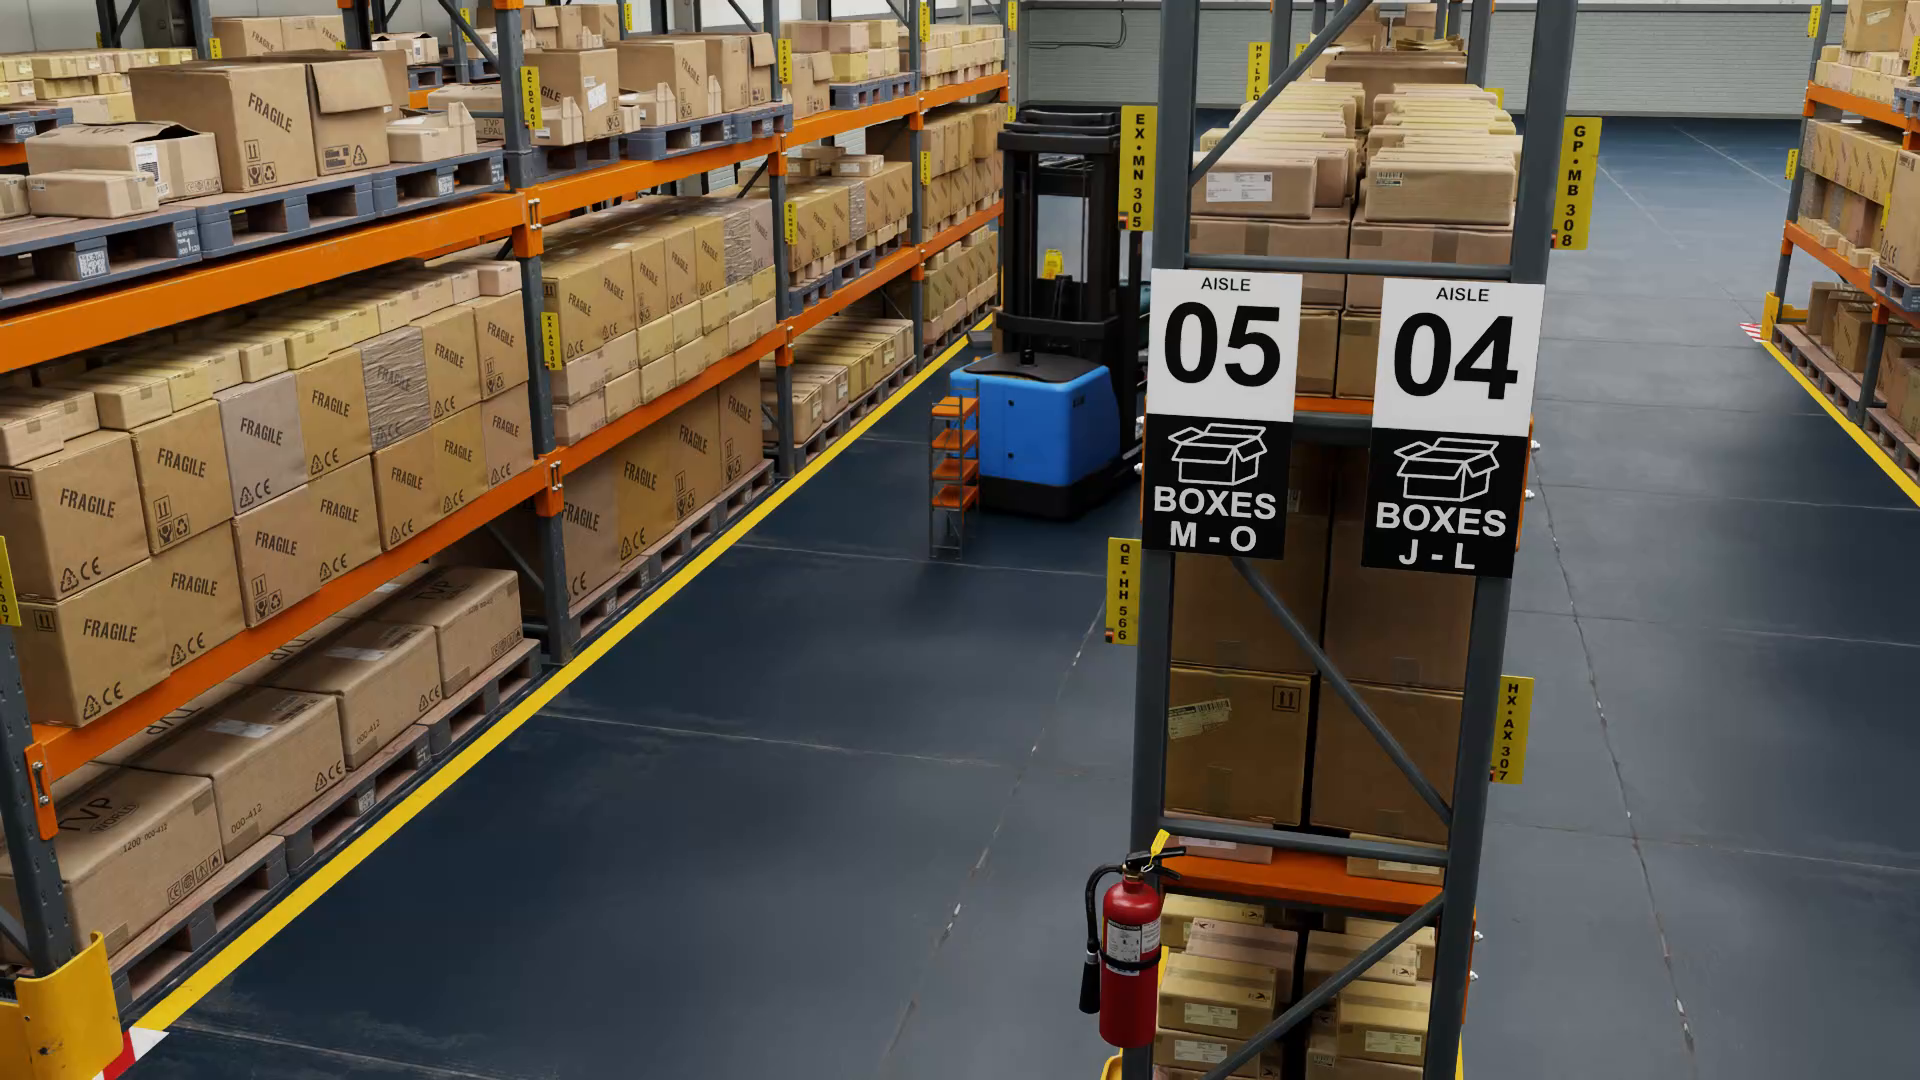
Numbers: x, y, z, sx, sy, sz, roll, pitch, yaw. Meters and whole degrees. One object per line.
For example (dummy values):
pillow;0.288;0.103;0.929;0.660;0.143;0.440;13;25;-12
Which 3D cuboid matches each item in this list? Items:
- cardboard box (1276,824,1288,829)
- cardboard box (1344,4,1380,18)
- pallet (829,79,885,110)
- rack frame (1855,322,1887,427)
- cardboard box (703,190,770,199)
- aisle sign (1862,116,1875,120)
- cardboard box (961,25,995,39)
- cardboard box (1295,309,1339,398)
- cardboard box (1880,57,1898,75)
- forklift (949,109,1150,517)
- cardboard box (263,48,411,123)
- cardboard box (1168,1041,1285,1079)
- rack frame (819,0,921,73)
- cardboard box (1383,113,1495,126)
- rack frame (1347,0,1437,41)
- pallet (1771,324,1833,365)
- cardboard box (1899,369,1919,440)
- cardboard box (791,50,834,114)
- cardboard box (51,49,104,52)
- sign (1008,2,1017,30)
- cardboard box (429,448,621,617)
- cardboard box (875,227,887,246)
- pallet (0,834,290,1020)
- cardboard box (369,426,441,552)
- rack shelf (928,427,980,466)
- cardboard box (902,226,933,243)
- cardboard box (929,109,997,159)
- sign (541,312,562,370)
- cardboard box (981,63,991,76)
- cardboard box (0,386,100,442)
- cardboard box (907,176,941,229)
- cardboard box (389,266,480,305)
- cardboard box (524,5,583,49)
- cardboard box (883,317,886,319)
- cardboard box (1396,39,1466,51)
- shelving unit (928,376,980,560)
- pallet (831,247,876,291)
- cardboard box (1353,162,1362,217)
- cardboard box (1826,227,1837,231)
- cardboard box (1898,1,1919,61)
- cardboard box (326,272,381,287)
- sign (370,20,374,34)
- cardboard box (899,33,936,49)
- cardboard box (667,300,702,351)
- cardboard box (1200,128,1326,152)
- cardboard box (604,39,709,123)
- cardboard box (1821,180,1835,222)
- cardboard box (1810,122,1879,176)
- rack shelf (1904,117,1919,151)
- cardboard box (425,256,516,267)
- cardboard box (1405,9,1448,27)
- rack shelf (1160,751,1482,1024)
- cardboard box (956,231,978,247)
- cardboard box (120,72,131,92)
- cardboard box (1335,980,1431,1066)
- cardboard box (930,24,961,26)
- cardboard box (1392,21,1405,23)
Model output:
cardboard box;0.912;0.818;5.539;0.380;0.149;0.250;5;19;13
cardboard box;4.341;-5.722;18.011;0.380;0.149;0.250;5;19;14
pallet;-1.388;-4.042;15.029;1.213;0.211;1.003;5;19;13
rack frame;8.726;-2.439;14.687;1.000;3.000;0.127;5;19;13
cardboard box;-1.904;-2.682;14.134;0.500;0.500;0.500;4;19;13
aisle sign;10.009;-4.918;17.925;0.394;0.787;0.004;5;19;13
cardboard box;0.197;-5.946;19.469;0.380;0.149;0.250;5;19;14
cardboard box;0.863;-0.613;4.933;0.500;0.250;0.500;4;19;12
cardboard box;8.699;-4.351;15.260;0.380;0.149;0.250;4;19;12
forklift;1.031;-1.991;13.483;1.130;2.935;3.031;10;21;26
cardboard box;-3.186;-2.259;8.561;0.500;0.500;0.500;5;19;14
cardboard box;0.935;1.868;5.839;0.380;0.149;0.250;5;19;14
rack frame;-0.884;-6.060;16.008;1.000;3.000;0.127;5;19;13
cardboard box;1.717;-1.443;5.972;0.380;0.149;0.250;5;20;15
rack frame;4.918;-6.955;18.627;1.000;3.000;0.127;5;19;13
pallet;9.452;-2.097;18.001;1.003;0.211;1.213;5;19;13
cardboard box;8.420;-1.125;14.028;0.700;0.500;0.500;5;19;13
cardboard box;-1.516;-3.916;14.212;0.797;0.503;0.637;5;19;13
cardboard box;-7.124;-3.866;13.379;0.380;0.149;0.250;5;19;14
sign;0.627;-6.263;19.874;0.100;0.325;0.005;5;19;13
cardboard box;-2.765;-0.108;10.500;0.875;0.875;0.875;5;20;15
cardboard box;-0.910;-2.873;15.698;0.380;0.149;0.250;5;19;14
pallet;-3.696;1.603;7.169;1.003;0.211;1.213;5;19;13
cardboard box;-2.933;-0.275;8.198;0.500;0.500;0.500;4;19;13
rack shelf;-0.040;-0.664;11.791;0.258;0.148;0.480;5;19;13
cardboard box;-0.496;-3.176;17.234;0.380;0.149;0.250;5;19;13
cardboard box;0.025;-4.633;18.949;0.700;0.500;0.500;4;19;13
sign;-2.300;-1.118;9.357;0.100;0.325;0.005;5;19;13
cardboard box;0.150;-5.481;19.340;0.380;0.149;0.250;5;20;15
cardboard box;-3.466;-0.465;6.203;0.380;0.149;0.250;5;20;15
cardboard box;-0.506;-3.525;17.253;0.500;0.500;0.500;5;19;13
cardboard box;-2.775;-1.346;8.781;0.380;0.149;0.250;5;20;15
cardboard box;-4.940;-6.108;19.829;0.700;0.500;0.500;5;19;14
cardboard box;-1.000;-2.325;17.959;0.500;0.250;0.500;6;20;16
cardboard box;2.822;-2.885;10.015;0.396;0.266;0.258;5;19;13
shelving unit;-0.040;-0.516;11.842;0.258;1.200;0.503;5;19;13
pallet;-1.417;-2.501;15.165;1.003;0.211;1.213;5;19;13
cardboard box;1.126;-1.171;5.794;0.500;0.250;0.500;5;19;14
cardboard box;9.103;-3.111;17.043;0.380;0.149;0.250;5;19;13
cardboard box;8.588;-4.444;14.529;0.500;0.500;0.500;4;19;12
cardboard box;-3.236;-1.298;8.641;0.380;0.149;0.250;4;19;13
sign;-6.237;-5.357;17.668;0.100;0.325;0.005;5;19;13
cardboard box;-0.455;-5.056;16.864;0.380;0.149;0.250;5;20;15
cardboard box;-2.087;-1.476;11.325;0.500;0.250;0.500;4;19;12
cardboard box;0.982;-1.244;5.389;0.380;0.149;0.250;5;19;14
cardboard box;-2.011;-3.058;11.054;0.500;0.500;0.500;5;19;14
cardboard box;9.536;-3.544;17.308;0.875;0.500;0.500;5;19;13
cardboard box;9.175;-4.047;17.233;0.500;0.500;0.500;5;19;13
rack shelf;8.237;-2.891;12.483;1.077;0.370;4.000;5;19;13
cardboard box;-2.973;-1.394;9.927;0.500;0.500;0.500;5;20;15
cardboard box;4.359;-4.873;15.525;0.380;0.149;0.250;5;19;14
rack shelf;1.498;0.613;6.866;1.077;0.370;4.000;5;19;13
cardboard box;-0.005;-3.481;19.180;0.380;0.149;0.250;6;20;16
cardboard box;-6.700;-3.605;13.077;0.380;0.149;0.250;5;20;15
cardboard box;1.466;1.631;5.614;0.380;0.149;0.250;4;19;11
cardboard box;-0.191;-6.058;19.797;0.380;0.149;0.250;5;19;13
cardboard box;4.699;-5.204;17.109;0.500;0.250;0.500;5;19;14
